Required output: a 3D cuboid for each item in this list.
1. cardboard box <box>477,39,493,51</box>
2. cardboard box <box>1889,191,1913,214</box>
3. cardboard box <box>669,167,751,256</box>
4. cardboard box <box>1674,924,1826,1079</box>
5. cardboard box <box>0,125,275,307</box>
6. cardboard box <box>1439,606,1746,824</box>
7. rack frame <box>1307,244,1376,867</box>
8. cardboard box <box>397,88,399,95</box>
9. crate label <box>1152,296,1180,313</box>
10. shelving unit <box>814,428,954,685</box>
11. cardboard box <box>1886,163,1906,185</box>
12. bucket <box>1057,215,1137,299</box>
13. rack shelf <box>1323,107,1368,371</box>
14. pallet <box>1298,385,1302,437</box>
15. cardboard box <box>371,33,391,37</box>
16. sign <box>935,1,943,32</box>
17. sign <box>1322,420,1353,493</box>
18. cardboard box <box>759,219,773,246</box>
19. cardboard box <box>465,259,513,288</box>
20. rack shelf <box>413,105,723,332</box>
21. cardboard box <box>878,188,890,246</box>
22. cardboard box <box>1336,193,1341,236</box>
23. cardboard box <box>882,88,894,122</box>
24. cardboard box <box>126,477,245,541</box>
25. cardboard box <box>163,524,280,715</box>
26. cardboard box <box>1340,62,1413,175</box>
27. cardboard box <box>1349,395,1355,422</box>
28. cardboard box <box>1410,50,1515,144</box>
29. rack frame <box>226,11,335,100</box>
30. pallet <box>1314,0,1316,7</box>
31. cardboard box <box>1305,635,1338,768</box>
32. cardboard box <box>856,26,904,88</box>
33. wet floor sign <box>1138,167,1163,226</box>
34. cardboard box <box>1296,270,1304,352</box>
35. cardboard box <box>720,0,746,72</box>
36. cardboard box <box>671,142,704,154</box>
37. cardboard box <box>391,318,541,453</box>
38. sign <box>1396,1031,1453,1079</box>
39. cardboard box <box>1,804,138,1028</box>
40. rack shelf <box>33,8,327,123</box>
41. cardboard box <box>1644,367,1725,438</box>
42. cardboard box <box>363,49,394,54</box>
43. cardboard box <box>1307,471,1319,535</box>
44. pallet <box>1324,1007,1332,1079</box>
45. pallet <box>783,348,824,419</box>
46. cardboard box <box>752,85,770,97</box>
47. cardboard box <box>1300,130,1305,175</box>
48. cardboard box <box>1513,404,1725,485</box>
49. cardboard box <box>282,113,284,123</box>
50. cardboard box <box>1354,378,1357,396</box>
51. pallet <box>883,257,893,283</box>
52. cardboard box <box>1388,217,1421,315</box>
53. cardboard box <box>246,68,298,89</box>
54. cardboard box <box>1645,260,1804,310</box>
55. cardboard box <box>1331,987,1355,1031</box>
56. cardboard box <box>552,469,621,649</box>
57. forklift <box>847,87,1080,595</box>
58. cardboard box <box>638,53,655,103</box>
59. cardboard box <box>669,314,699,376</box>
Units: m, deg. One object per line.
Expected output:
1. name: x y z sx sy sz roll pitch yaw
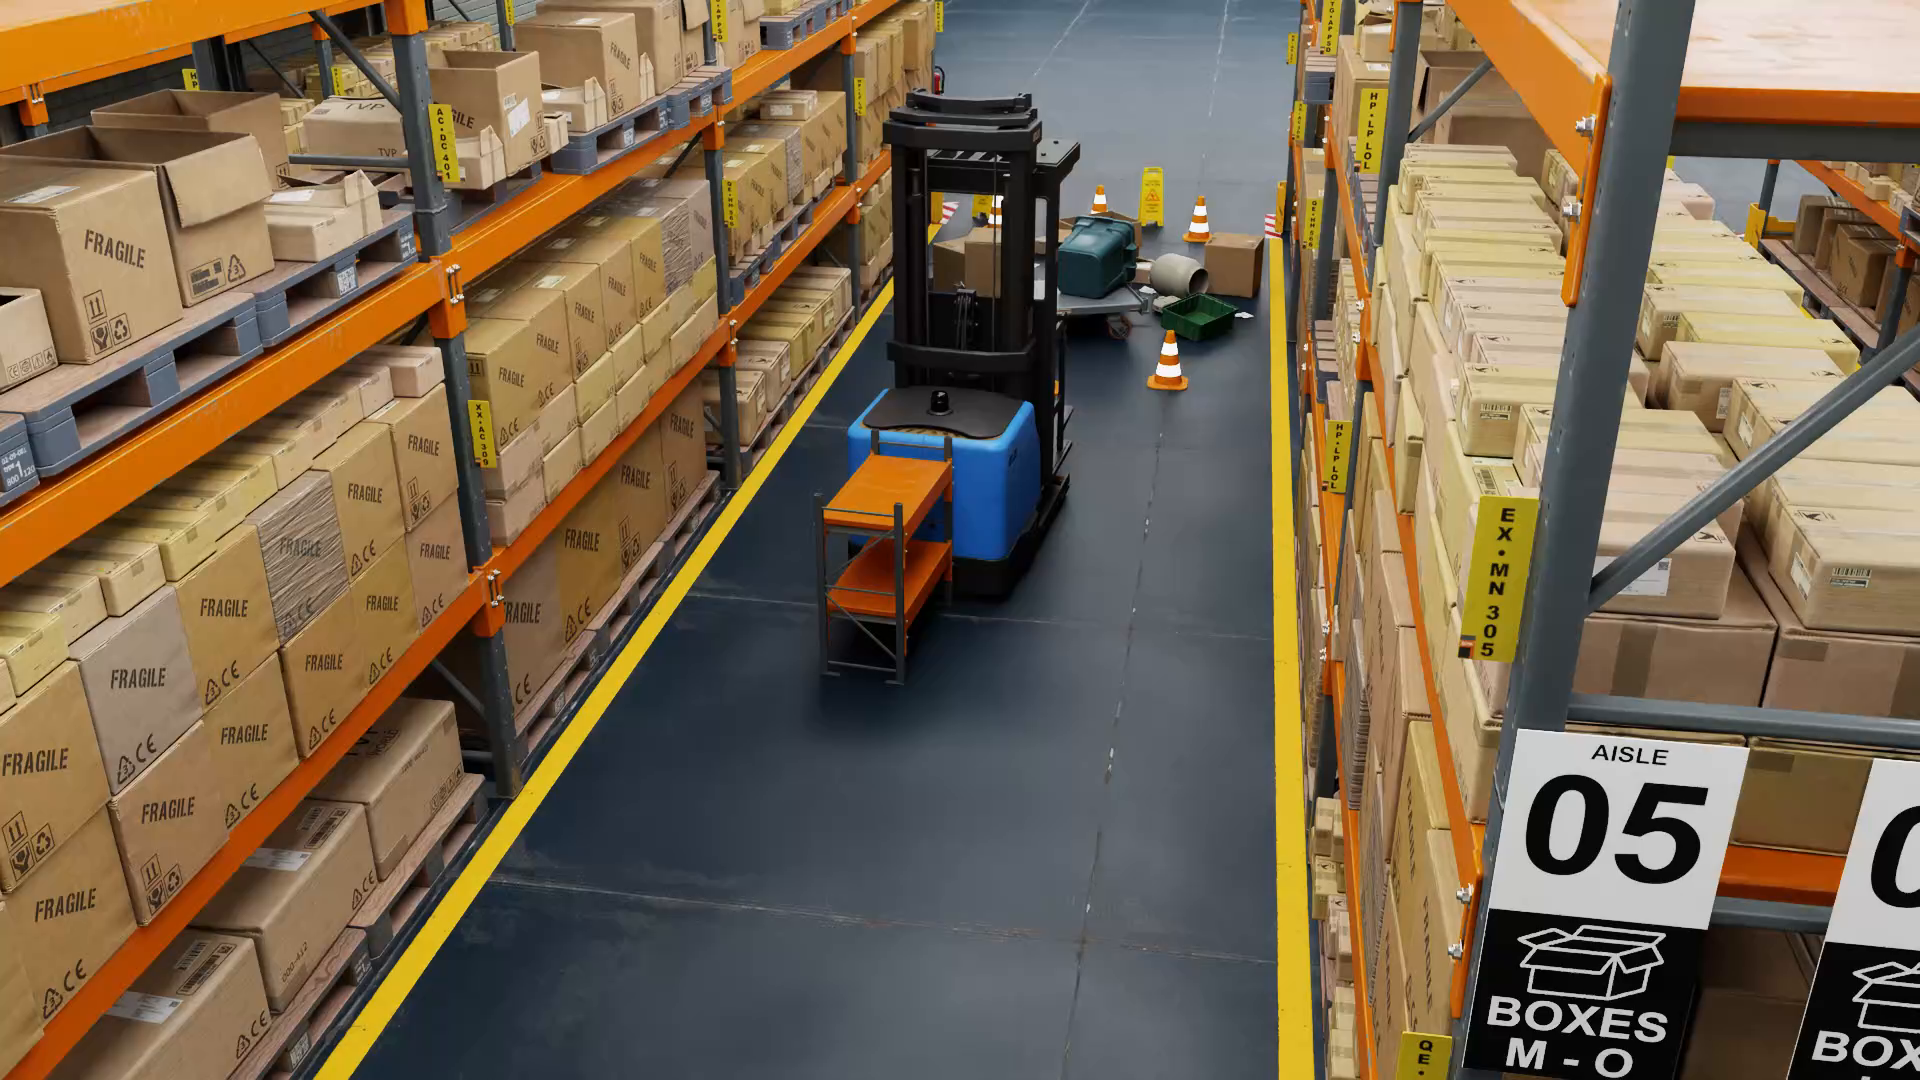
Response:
1. cardboard box: -5.470 -5.522 18.626 0.380 0.149 0.250 4 25 9
2. cardboard box: 8.139 -2.855 14.107 0.380 0.149 0.250 4 25 9
3. cardboard box: -1.785 -2.311 11.684 0.500 0.500 0.500 3 25 7
4. cardboard box: 1.841 1.076 3.764 0.500 0.500 0.500 4 25 8
5. cardboard box: -2.929 -1.170 5.937 0.797 0.503 0.637 6 26 13
6. cardboard box: 1.319 0.379 3.540 0.500 0.250 0.500 3 25 7
7. rack frame: 2.159 0.205 7.273 1.000 3.000 0.127 4 25 9
8. cardboard box: -5.850 -4.427 17.052 0.500 0.500 0.500 4 25 8
9. crate label: 1.995 -2.235 15.862 0.298 0.136 0.250 -14 29 -27
10. shelving unit: -0.424 0.078 9.756 0.538 1.125 1.048 7 26 14
11. cardboard box: 8.594 -3.325 14.347 0.875 0.500 0.500 4 25 9
12. bucket: 1.214 -2.563 15.256 0.726 0.611 0.620 13 38 26
13. rack shelf: 2.486 -1.664 8.576 1.077 0.370 4.000 4 25 9
14. pallet: 3.218 -1.038 13.218 1.003 0.211 1.213 4 25 9
15. cardboard box: -6.122 -5.372 17.954 0.380 0.149 0.250 5 26 10
16. sign: -0.235 -5.735 18.225 0.100 0.325 0.005 4 25 9
17. sign: 1.611 -0.356 7.106 0.100 0.325 0.005 4 25 9
18. cardboard box: -1.616 -2.308 12.444 0.380 0.149 0.250 4 25 9
19. cardboard box: -2.736 -1.225 9.032 0.500 0.500 0.500 5 26 10
20. rack shelf: -2.414 -1.964 9.219 1.077 0.370 4.000 4 25 9
21. cardboard box: -0.995 -3.178 16.366 0.500 0.500 0.500 5 26 11
22. cardboard box: 2.977 -2.364 11.466 0.700 0.500 0.500 4 25 8
23. cardboard box: -0.932 -4.207 16.230 0.500 0.500 0.500 4 25 8
24. cardboard box: -2.774 -0.102 5.868 0.380 0.149 0.250 4 25 9
25. cardboard box: -2.800 0.257 5.864 0.500 0.500 0.500 4 25 9
26. cardboard box: 2.306 -2.232 8.824 0.500 0.500 0.500 4 25 9
27. cardboard box: 2.199 -0.623 8.493 0.380 0.149 0.250 3 25 6
28. cardboard box: 2.541 -2.027 7.887 0.797 0.503 0.637 4 25 8
29. rack frame: -6.331 -3.783 15.795 1.000 3.000 0.127 4 25 9
30. pallet: 3.611 -4.800 14.533 1.003 0.211 1.213 4 25 9
31. cardboard box: 2.032 0.820 8.412 0.500 0.500 0.500 4 25 8
32. cardboard box: -0.934 -4.663 16.026 0.700 0.500 0.500 3 25 7
33. wet floor sign: 2.172 -3.896 18.813 0.267 0.644 0.232 0 25 -1
34. cardboard box: 3.454 -2.046 14.241 1.050 0.750 0.750 4 25 8
35. cardboard box: -1.922 -3.568 11.678 0.700 0.500 0.500 4 25 9
36. cardboard box: -2.132 -2.776 12.678 0.500 0.500 0.500 2 25 5
37. cardboard box: -2.385 -0.758 8.033 0.500 0.500 0.500 4 25 9
38. sign: 0.961 1.164 3.486 0.100 0.325 0.005 4 25 9
39. cardboard box: -2.978 1.138 5.162 0.500 0.500 0.500 4 25 8
40. rack shelf: -6.658 -3.980 13.524 1.077 0.370 4.000 4 25 9
41. cardboard box: 2.012 -0.233 4.259 0.500 0.250 0.500 4 25 9
42. cardboard box: -5.854 -4.914 16.977 0.380 0.149 0.250 4 25 8
43. cardboard box: 2.285 -0.175 9.655 0.500 0.250 0.500 4 25 9
44. pallet: 1.887 2.263 6.165 1.003 0.211 1.213 4 25 9
45. pallet: -1.756 -1.341 13.865 1.003 0.211 1.213 4 25 9
46. cardboard box: -1.859 -3.933 14.385 0.380 0.149 0.250 4 25 8
47. cardboard box: 3.583 -3.595 15.215 0.875 0.550 0.550 4 25 9
48. cardboard box: 1.448 -0.182 3.680 0.380 0.149 0.250 3 25 7
49. cardboard box: -6.284 -3.756 14.854 0.380 0.149 0.250 4 25 8
50. cardboard box: 2.206 -0.755 8.423 0.380 0.149 0.250 3 25 7
51. pallet: -1.161 -2.973 17.353 1.003 0.211 1.213 4 25 9
52. cardboard box: 1.758 -0.919 5.724 0.500 0.250 0.500 4 25 8
53. cardboard box: -6.577 -4.412 15.903 0.380 0.149 0.250 4 25 9
54. cardboard box: 2.171 -0.692 4.769 0.380 0.149 0.250 4 25 8
55. cardboard box: 1.608 1.845 6.287 0.380 0.149 0.250 4 25 8
56. cardboard box: -2.578 0.034 9.651 0.875 0.875 0.875 5 26 10
57. forklift: 0.162 -1.584 11.177 1.130 2.935 3.031 6 26 13
58. cardboard box: -1.967 -2.656 9.510 0.396 0.266 0.258 3 25 7
59. cardboard box: -1.982 -1.256 10.572 0.500 0.250 0.500 4 25 9
